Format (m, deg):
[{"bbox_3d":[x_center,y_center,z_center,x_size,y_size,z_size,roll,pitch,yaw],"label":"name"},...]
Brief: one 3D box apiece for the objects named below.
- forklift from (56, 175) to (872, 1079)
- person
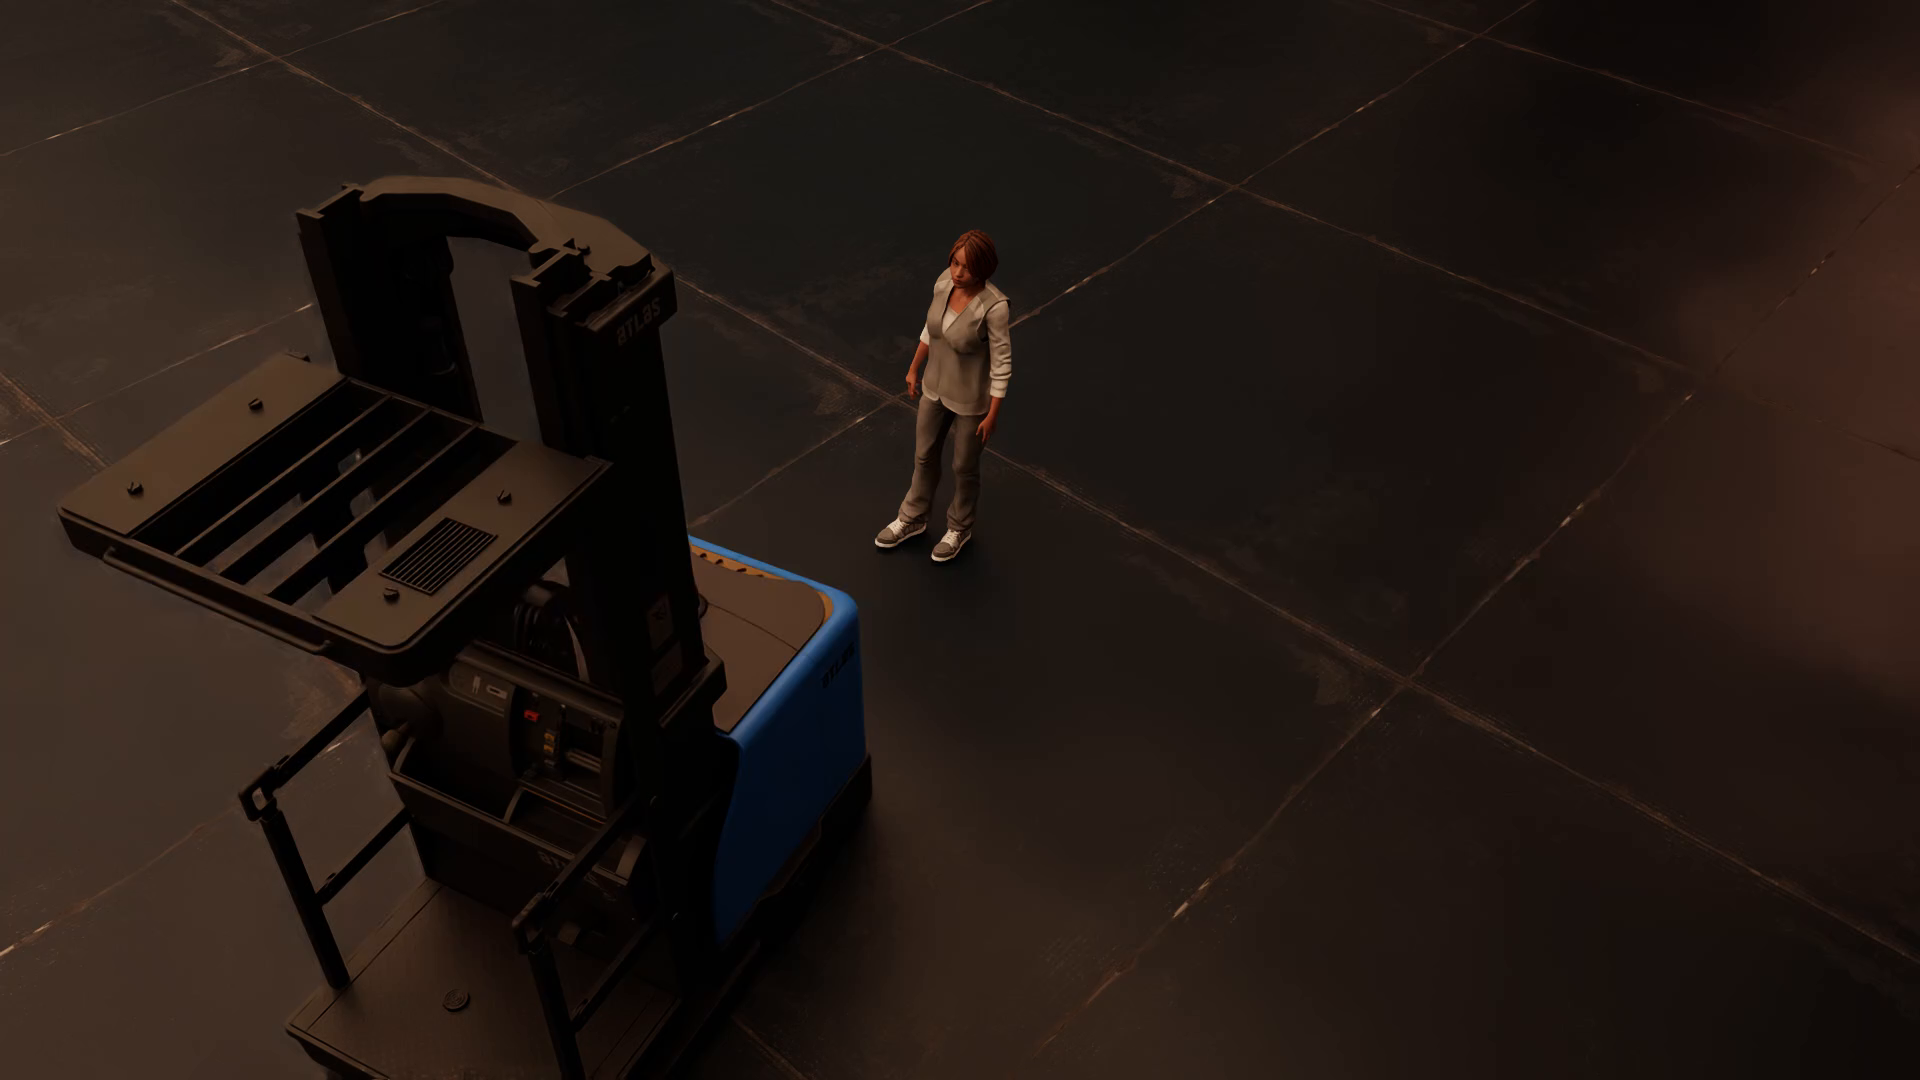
[{"bbox_3d":[-1.471,0.603,4.725,1.130,2.935,3.031,19,44,21],"label":"forklift"},{"bbox_3d":[-0.061,-0.582,7.120,0.520,1.599,0.473,31,49,31],"label":"person"}]
